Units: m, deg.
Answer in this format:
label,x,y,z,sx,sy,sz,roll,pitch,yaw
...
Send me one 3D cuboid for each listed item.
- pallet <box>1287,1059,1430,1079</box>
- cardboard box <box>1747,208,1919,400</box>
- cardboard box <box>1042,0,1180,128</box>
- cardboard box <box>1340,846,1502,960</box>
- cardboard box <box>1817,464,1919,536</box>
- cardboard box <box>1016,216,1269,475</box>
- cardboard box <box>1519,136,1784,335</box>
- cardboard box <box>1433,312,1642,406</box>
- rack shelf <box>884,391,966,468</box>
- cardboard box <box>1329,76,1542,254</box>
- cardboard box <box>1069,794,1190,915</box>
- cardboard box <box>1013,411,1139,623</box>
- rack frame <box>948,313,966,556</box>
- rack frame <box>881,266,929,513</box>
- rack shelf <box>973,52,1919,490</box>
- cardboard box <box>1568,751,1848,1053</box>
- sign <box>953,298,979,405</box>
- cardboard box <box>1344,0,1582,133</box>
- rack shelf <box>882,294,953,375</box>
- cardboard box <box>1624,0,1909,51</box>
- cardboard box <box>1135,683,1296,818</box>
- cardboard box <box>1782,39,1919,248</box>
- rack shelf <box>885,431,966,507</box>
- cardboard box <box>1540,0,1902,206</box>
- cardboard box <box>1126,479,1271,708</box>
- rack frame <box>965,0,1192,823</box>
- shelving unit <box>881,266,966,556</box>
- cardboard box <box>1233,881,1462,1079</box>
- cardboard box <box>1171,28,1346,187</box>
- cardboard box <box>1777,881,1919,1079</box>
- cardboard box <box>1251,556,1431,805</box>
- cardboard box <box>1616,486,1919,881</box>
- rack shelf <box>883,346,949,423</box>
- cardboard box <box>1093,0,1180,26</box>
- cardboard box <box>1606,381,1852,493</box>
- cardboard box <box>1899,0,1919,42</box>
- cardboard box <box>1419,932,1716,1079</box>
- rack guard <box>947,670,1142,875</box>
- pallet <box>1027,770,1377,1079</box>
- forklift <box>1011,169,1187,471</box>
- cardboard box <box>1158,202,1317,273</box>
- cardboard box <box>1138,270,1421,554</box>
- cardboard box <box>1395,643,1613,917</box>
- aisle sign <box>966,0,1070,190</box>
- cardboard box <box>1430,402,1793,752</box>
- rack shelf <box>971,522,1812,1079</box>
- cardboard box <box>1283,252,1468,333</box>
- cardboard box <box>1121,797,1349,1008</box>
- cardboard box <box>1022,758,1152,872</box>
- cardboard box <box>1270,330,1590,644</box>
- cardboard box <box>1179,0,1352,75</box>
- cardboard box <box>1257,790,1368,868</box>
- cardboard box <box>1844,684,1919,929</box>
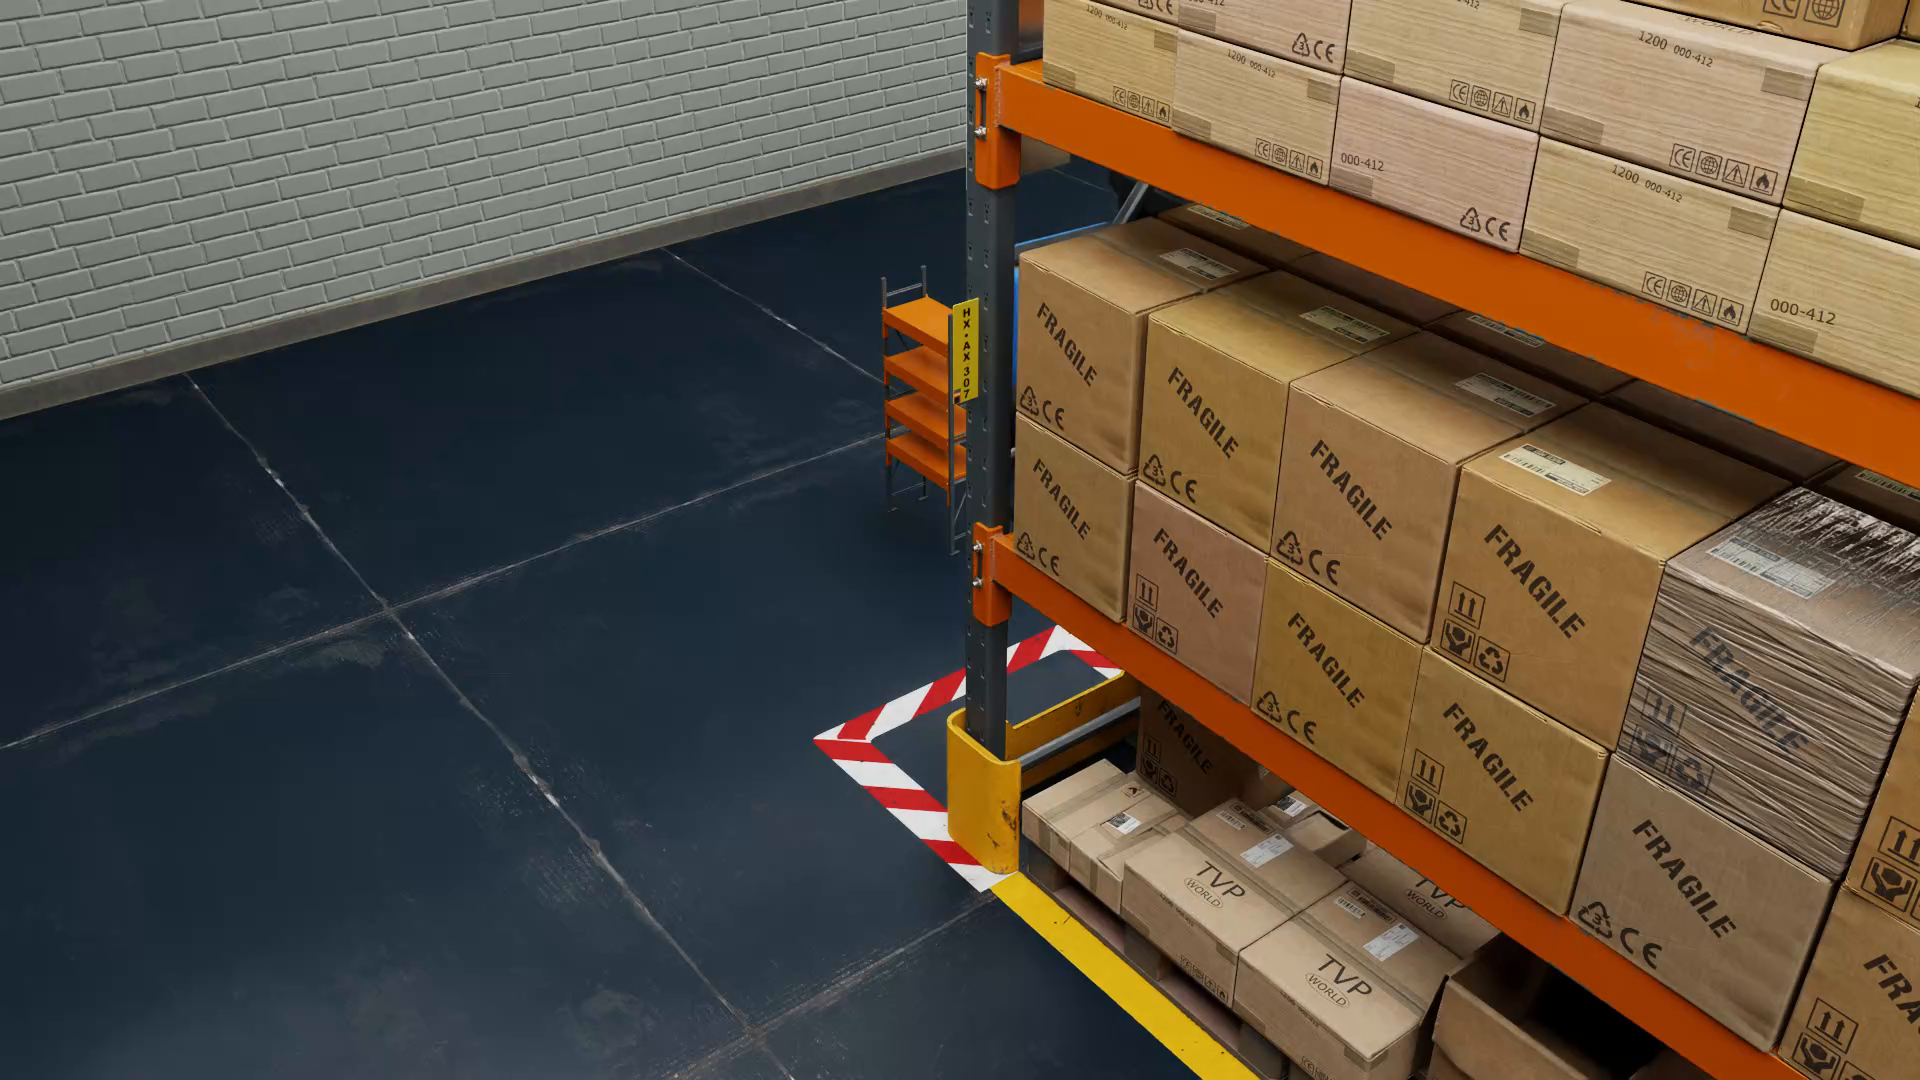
label,x,y,z,sx,sy,sz,roll,pitch,yaw
pallet,1.729,1.683,4.841,1.003,0.211,1.213,-22,38,-31
cardboard box,1.782,-0.451,2.933,0.500,0.250,0.500,-22,38,-31
cardboard box,0.563,-1.288,4.280,0.500,0.250,0.500,-22,38,-31
cardboard box,1.535,1.160,5.228,0.500,0.250,0.500,-22,38,-31
cardboard box,2.203,0.109,3.688,0.500,0.500,0.500,-24,39,-33
cardboard box,0.512,-0.571,4.783,0.500,0.500,0.500,-21,38,-30
cardboard box,1.479,-0.661,3.271,0.500,0.250,0.500,-22,38,-31
cardboard box,1.571,-0.320,4.379,0.500,0.500,0.500,-21,38,-30
rack shelf,-0.101,-0.522,7.580,0.258,0.148,0.480,-22,38,-31
cardboard box,1.167,-0.867,3.603,0.500,0.250,0.500,-22,38,-31
cardboard box,0.587,1.033,5.512,0.380,0.166,0.250,-22,38,-31
cardboard box,0.512,-0.146,5.047,0.500,0.500,0.500,-21,38,-30
rack frame,0.048,-0.477,7.381,0.240,1.200,0.015,-22,38,-31
rack frame,-0.251,-0.680,7.708,0.240,1.200,0.015,-22,38,-31
rack shelf,1.675,-0.509,3.565,1.077,0.370,4.000,-22,38,-31
cardboard box,1.758,0.698,3.689,0.500,0.500,0.500,-21,38,-30
sign,0.020,-0.566,4.997,0.100,0.325,0.005,-22,38,-31
cardboard box,1.171,-1.081,3.473,0.500,0.250,0.500,-22,38,-31
rack shelf,-0.101,-0.913,7.337,0.258,0.148,0.480,-22,38,-31
cardboard box,1.640,-1.258,3.047,0.700,0.500,0.500,-22,38,-31
cardboard box,0.977,0.648,5.816,0.500,0.500,0.500,-22,38,-31
cardboard box,1.780,-0.663,2.800,0.500,0.250,0.500,-22,38,-31
rack shelf,-0.102,-0.353,7.685,0.258,0.148,0.480,-22,38,-31
cardboard box,1.474,-0.872,3.136,0.500,0.250,0.500,-22,38,-31
cardboard box,0.833,0.067,4.704,0.500,0.500,0.500,-23,38,-32
rack frame,0.449,-0.374,5.509,1.000,3.000,0.127,-22,38,-31
shelving unit,-0.101,-0.579,7.545,0.258,1.200,0.503,-22,38,-31
cardboard box,1.171,1.343,4.934,0.500,0.250,0.500,-22,38,-31
cardboard box,0.859,-1.075,3.937,0.500,0.250,0.500,-22,38,-31
cardboard box,2.075,0.911,3.345,0.500,0.500,0.500,-21,38,-30
cardboard box,1.138,0.278,4.365,0.500,0.500,0.500,-22,38,-32
cardboard box,1.762,0.276,3.419,0.500,0.500,0.500,-22,38,-31
rack shelf,-0.101,-0.712,7.462,0.258,0.148,0.480,-22,38,-31
cardboard box,0.558,-1.498,4.145,0.500,0.250,0.500,-22,38,-31
cardboard box,1.886,-0.105,4.034,0.500,0.500,0.500,-21,38,-30
cardboard box,2.067,-1.099,2.791,0.700,0.500,0.500,-22,38,-31
cardboard box,1.745,1.386,4.625,0.797,0.503,0.637,-22,38,-31
rack guard,0.495,0.720,6.117,1.175,0.500,0.348,-22,38,-31
pallet,0.985,1.175,5.659,1.003,0.211,1.213,-22,38,-31
forklift,1.589,-1.917,8.059,3.031,2.935,1.130,-19,37,-28
cardboard box,0.939,-0.744,5.063,0.500,0.500,0.500,-23,38,-32
cardboard box,0.839,-0.355,4.437,0.500,0.500,0.500,-22,38,-31
cardboard box,1.444,0.486,4.029,0.500,0.500,0.500,-22,38,-31
aisle sign,0.175,-1.411,4.716,0.394,0.787,0.004,-22,38,-31
cardboard box,1.454,0.066,3.758,0.500,0.500,0.500,-23,38,-32
rack shelf,1.675,0.765,4.356,1.077,0.370,4.000,-22,38,-31
cardboard box,1.249,-0.534,4.724,0.500,0.500,0.500,-21,38,-30
cardboard box,0.865,1.134,5.270,0.500,0.250,0.500,-22,38,-31
cardboard box,0.434,0.936,5.685,0.380,0.149,0.250,-22,38,-31
cardboard box,1.142,-0.145,4.098,0.500,0.500,0.500,-22,38,-31
cardboard box,0.859,-1.288,3.805,0.500,0.250,0.500,-22,38,-31
cardboard box,1.154,0.988,5.585,0.380,0.166,0.250,-22,38,-31
cardboard box,2.071,0.487,3.081,0.500,0.500,0.500,-23,39,-32
